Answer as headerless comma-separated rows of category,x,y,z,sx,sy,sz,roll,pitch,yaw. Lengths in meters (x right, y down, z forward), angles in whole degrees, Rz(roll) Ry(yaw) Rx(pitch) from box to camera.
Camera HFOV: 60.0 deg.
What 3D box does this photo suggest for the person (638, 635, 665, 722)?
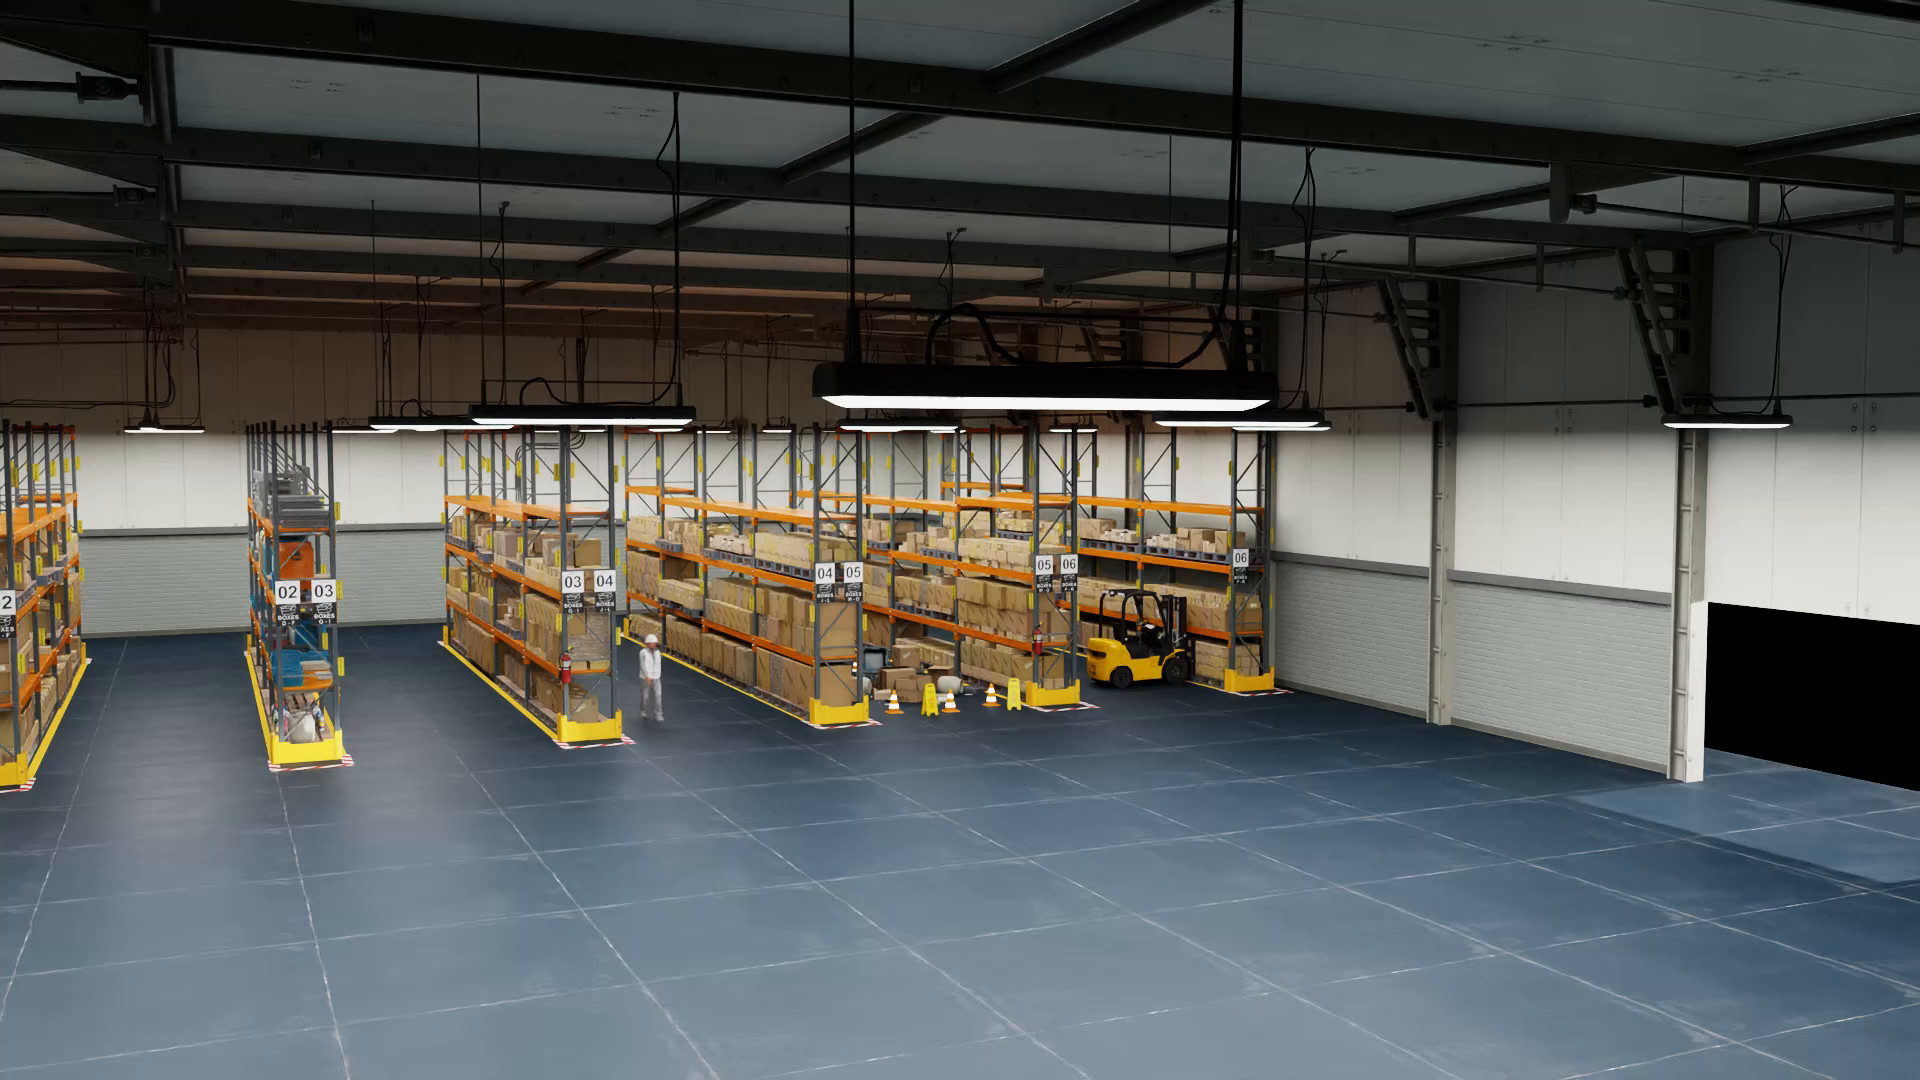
person,-6.194,2.757,33.433,0.524,1.717,0.967,-3,4,-35
